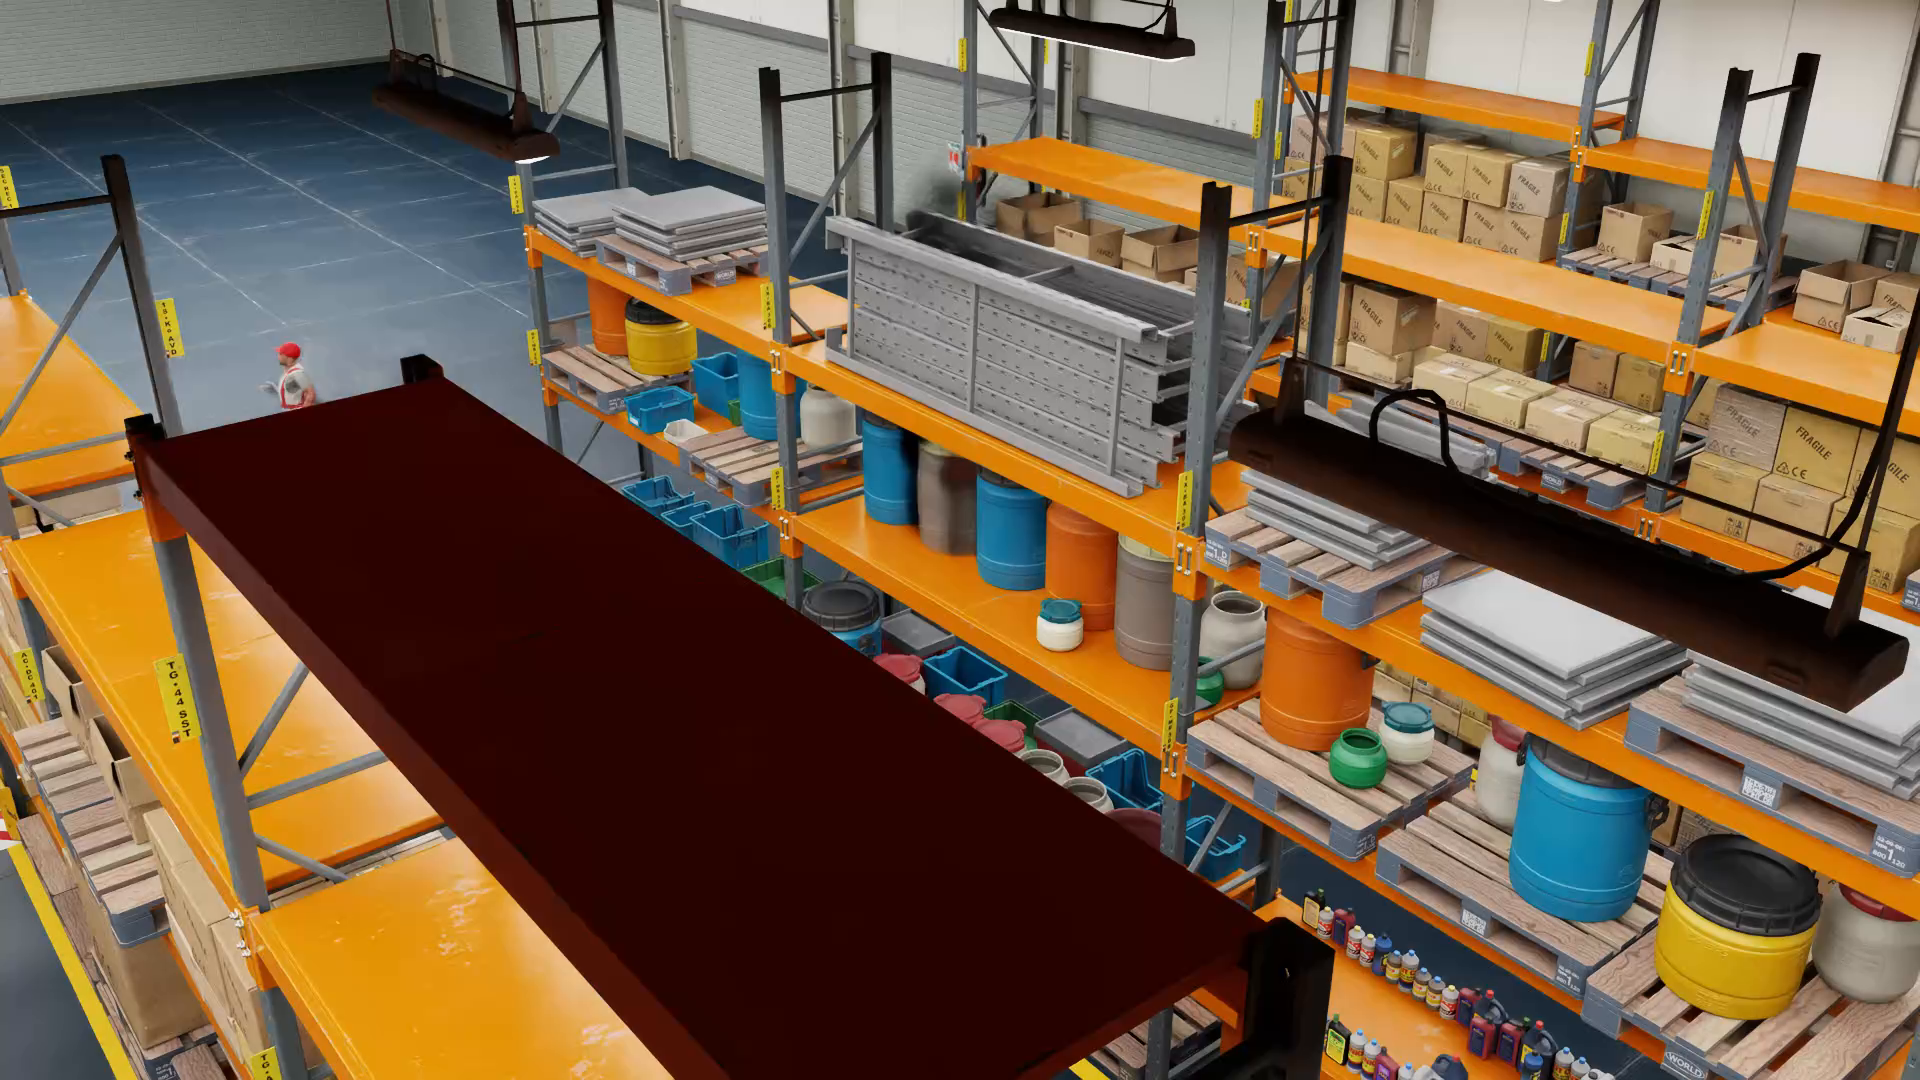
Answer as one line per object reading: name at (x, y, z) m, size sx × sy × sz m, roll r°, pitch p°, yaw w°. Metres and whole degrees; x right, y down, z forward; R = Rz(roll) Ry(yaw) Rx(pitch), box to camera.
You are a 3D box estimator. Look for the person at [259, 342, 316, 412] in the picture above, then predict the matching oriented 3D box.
person at (-7.612, -1.387, 19.087) m, size 0.713 × 1.830 × 0.634 m, roll -6°, pitch 26°, yaw -12°
